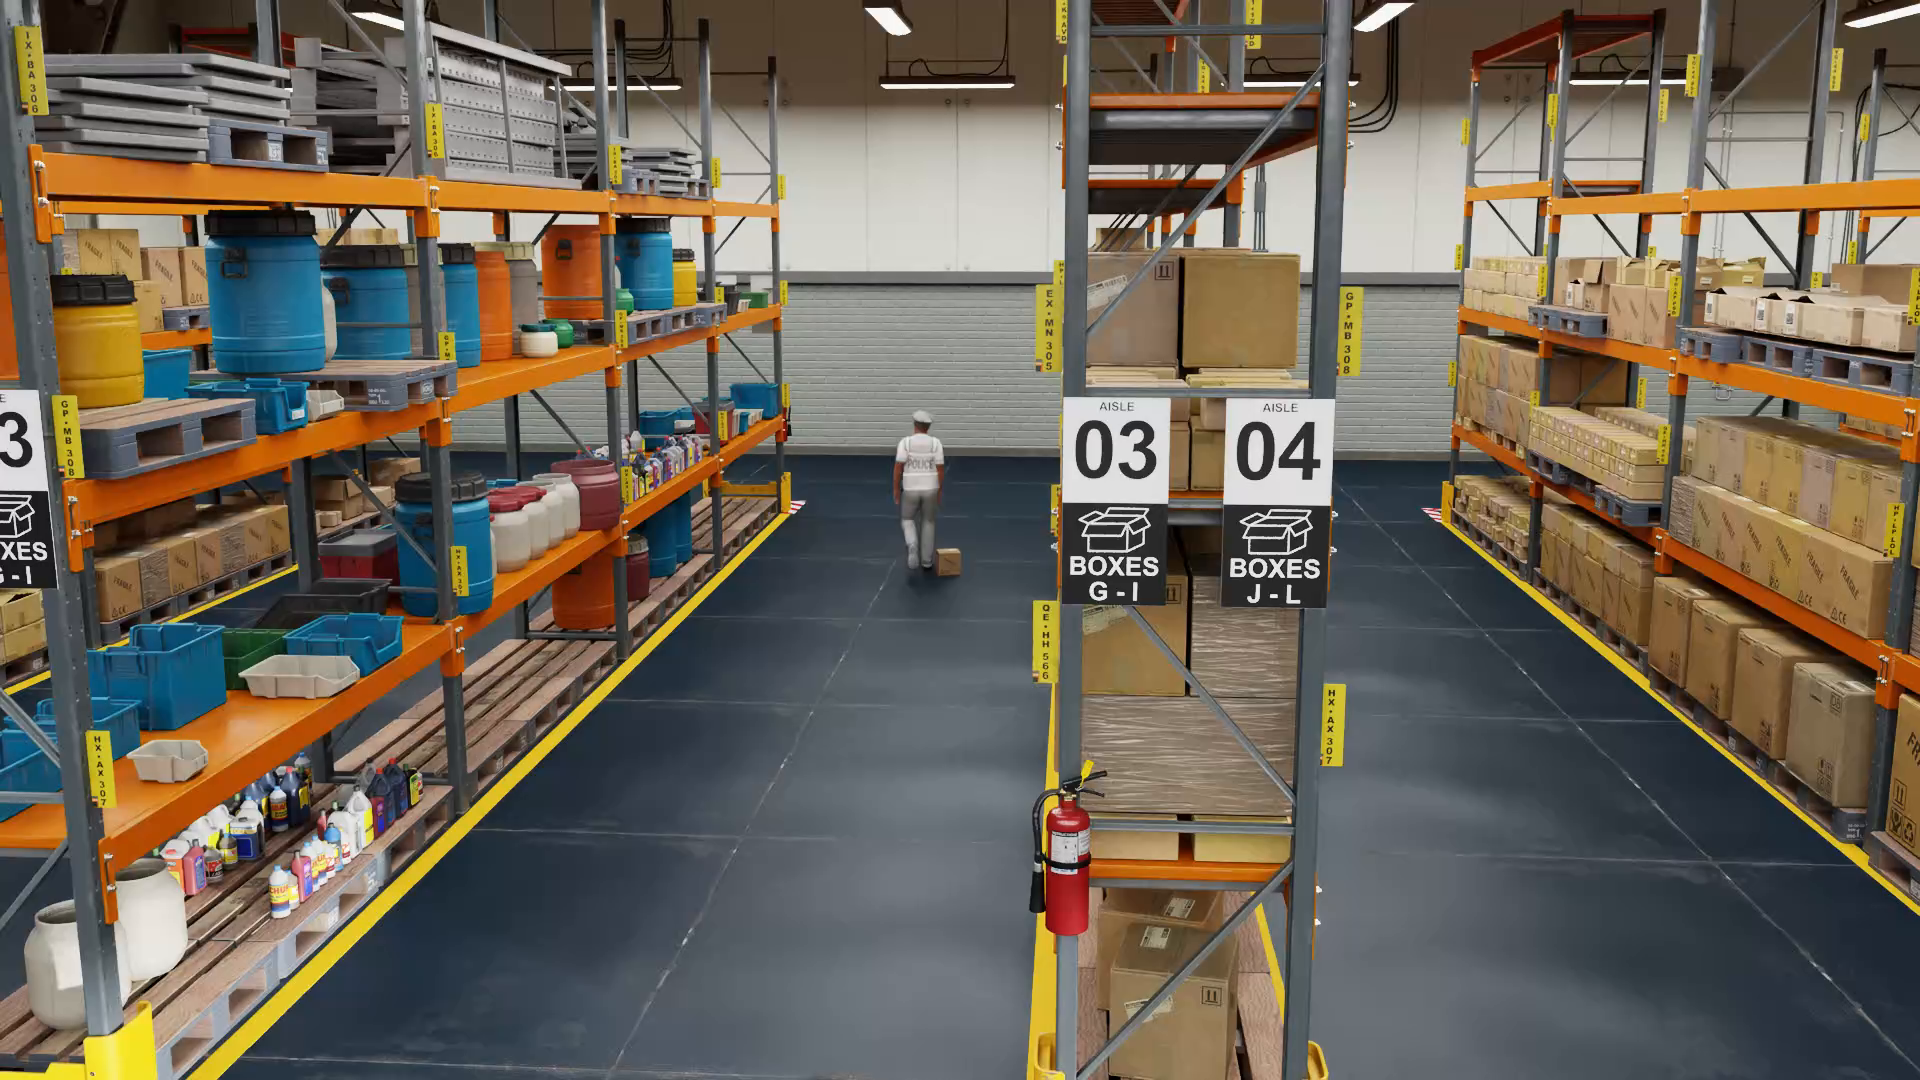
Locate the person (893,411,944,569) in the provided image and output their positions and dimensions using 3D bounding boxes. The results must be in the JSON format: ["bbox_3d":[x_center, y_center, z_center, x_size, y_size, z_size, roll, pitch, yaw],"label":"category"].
[{"bbox_3d":[-0.464,-0.562,18.679,0.579,1.759,0.530,-1,11,-5],"label":"person"}]
